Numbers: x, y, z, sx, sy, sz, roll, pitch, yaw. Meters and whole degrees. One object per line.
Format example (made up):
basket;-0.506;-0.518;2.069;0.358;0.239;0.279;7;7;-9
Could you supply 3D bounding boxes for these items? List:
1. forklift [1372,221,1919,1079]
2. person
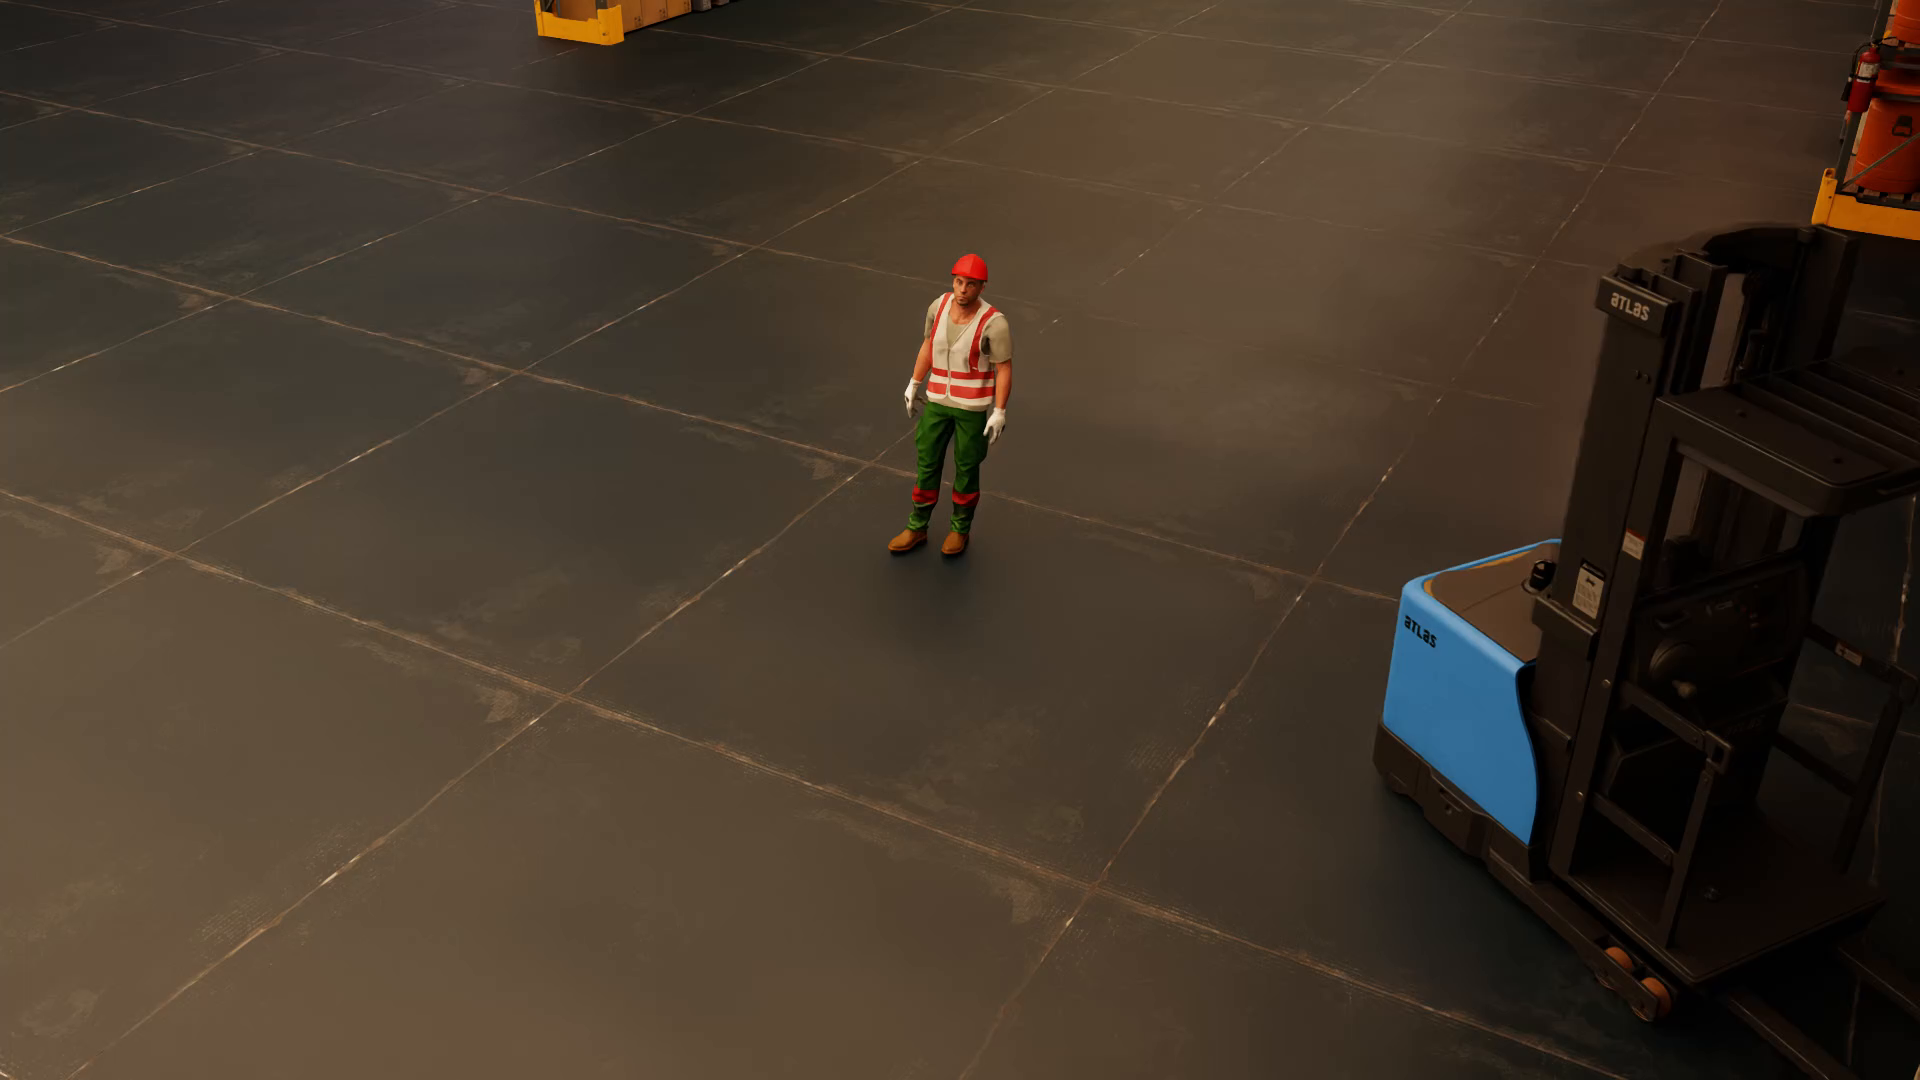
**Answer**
forklift;3.087;0.402;6.374;1.130;2.935;3.031;-14;33;-22
person;-0.050;-0.749;9.497;0.637;1.787;0.564;15;33;25
